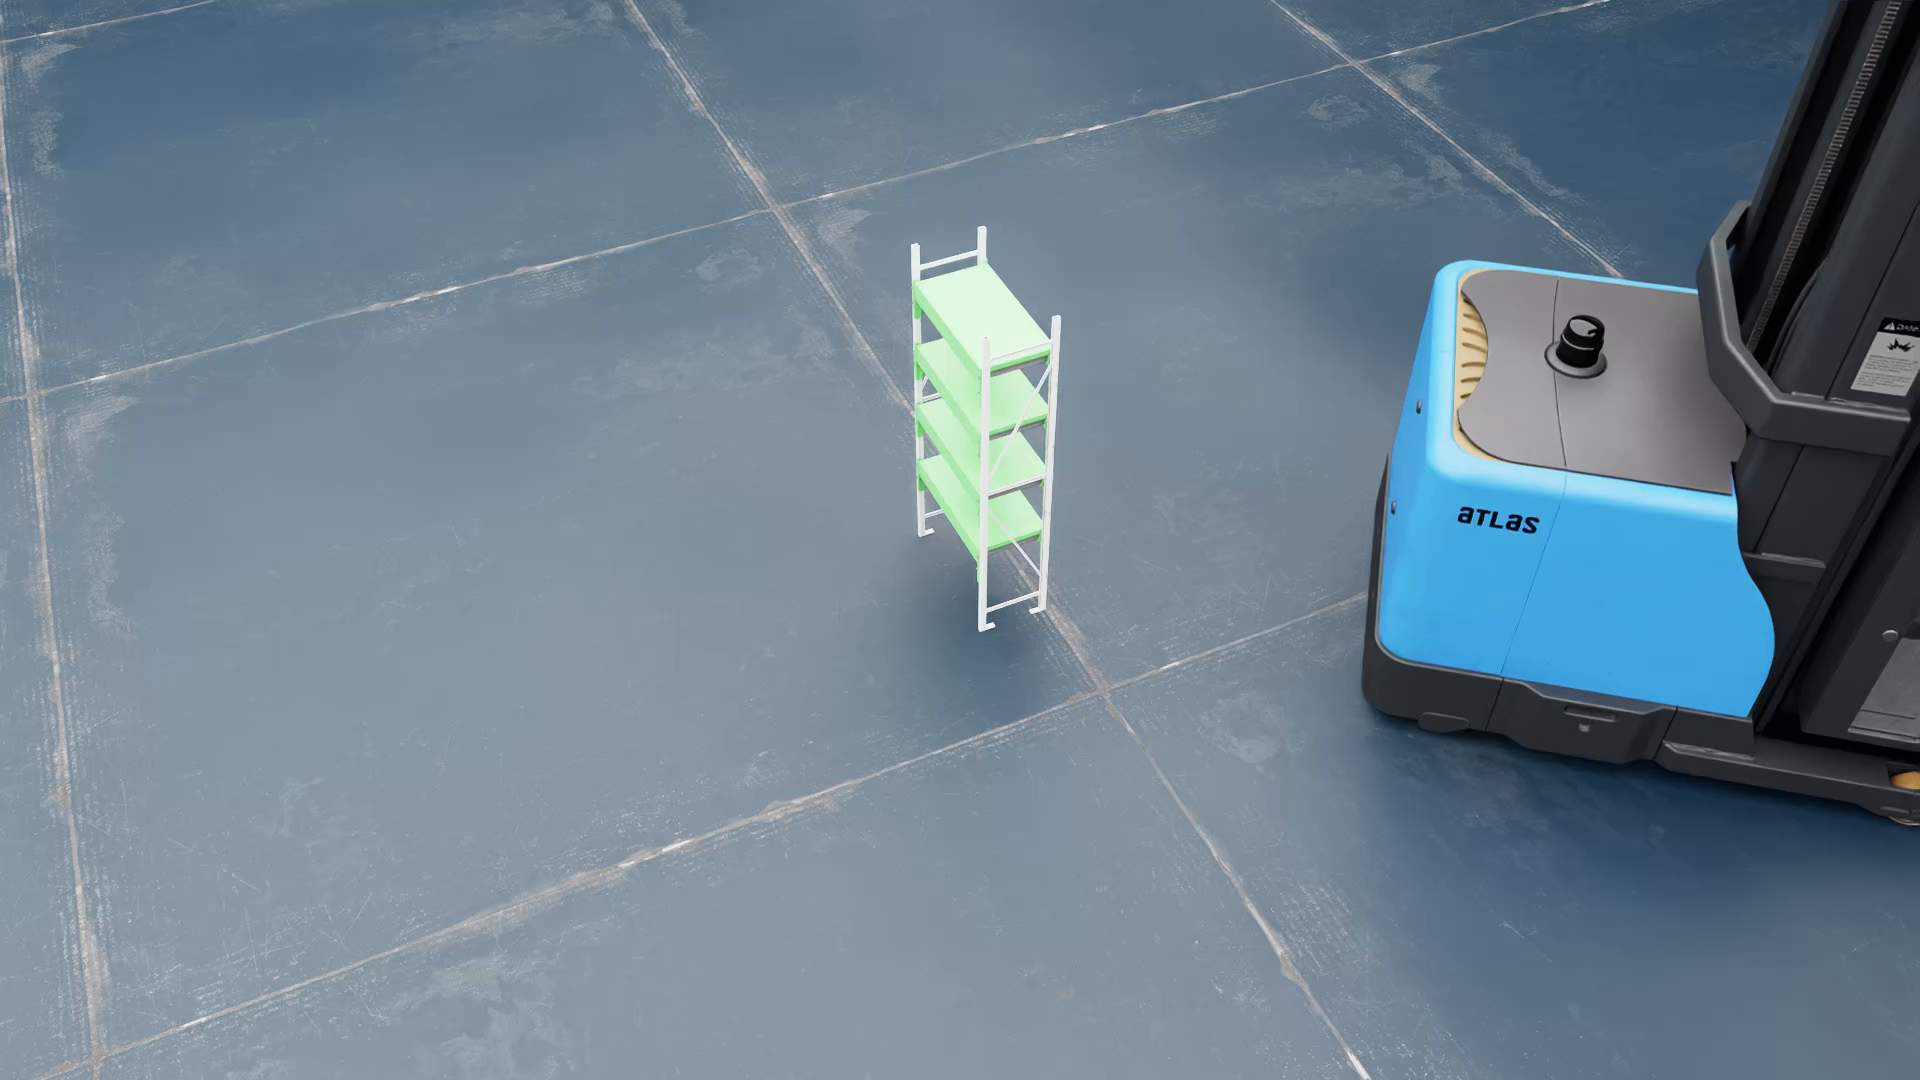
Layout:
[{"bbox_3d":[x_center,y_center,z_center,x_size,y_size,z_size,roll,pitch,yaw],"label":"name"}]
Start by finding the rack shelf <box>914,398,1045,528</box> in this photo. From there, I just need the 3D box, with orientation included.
[{"bbox_3d":[0.070,-0.276,5.267,0.258,0.148,0.480,-18,47,-17],"label":"rack shelf"}]

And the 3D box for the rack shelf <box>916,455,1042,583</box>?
[{"bbox_3d":[0.070,-0.105,5.435,0.258,0.148,0.480,-18,47,-17],"label":"rack shelf"}]

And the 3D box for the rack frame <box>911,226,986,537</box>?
[{"bbox_3d":[-0.033,-0.477,5.379,0.240,1.200,0.015,-18,47,-17],"label":"rack frame"}]

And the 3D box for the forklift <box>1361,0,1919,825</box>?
[{"bbox_3d":[2.823,-0.586,4.257,3.031,2.935,1.130,9,45,9],"label":"forklift"}]

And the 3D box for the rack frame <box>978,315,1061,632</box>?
[{"bbox_3d":[0.172,-0.166,5.064,0.240,1.200,0.015,-18,47,-17],"label":"rack frame"}]

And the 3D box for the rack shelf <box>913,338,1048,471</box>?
[{"bbox_3d":[0.070,-0.447,5.098,0.258,0.148,0.480,-18,47,-17],"label":"rack shelf"}]

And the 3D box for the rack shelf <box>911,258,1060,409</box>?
[{"bbox_3d":[0.070,-0.618,4.929,0.258,0.148,0.480,-18,47,-17],"label":"rack shelf"}]

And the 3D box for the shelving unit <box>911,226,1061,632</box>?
[{"bbox_3d":[0.070,-0.322,5.222,0.258,1.200,0.503,-18,47,-17],"label":"shelving unit"}]
